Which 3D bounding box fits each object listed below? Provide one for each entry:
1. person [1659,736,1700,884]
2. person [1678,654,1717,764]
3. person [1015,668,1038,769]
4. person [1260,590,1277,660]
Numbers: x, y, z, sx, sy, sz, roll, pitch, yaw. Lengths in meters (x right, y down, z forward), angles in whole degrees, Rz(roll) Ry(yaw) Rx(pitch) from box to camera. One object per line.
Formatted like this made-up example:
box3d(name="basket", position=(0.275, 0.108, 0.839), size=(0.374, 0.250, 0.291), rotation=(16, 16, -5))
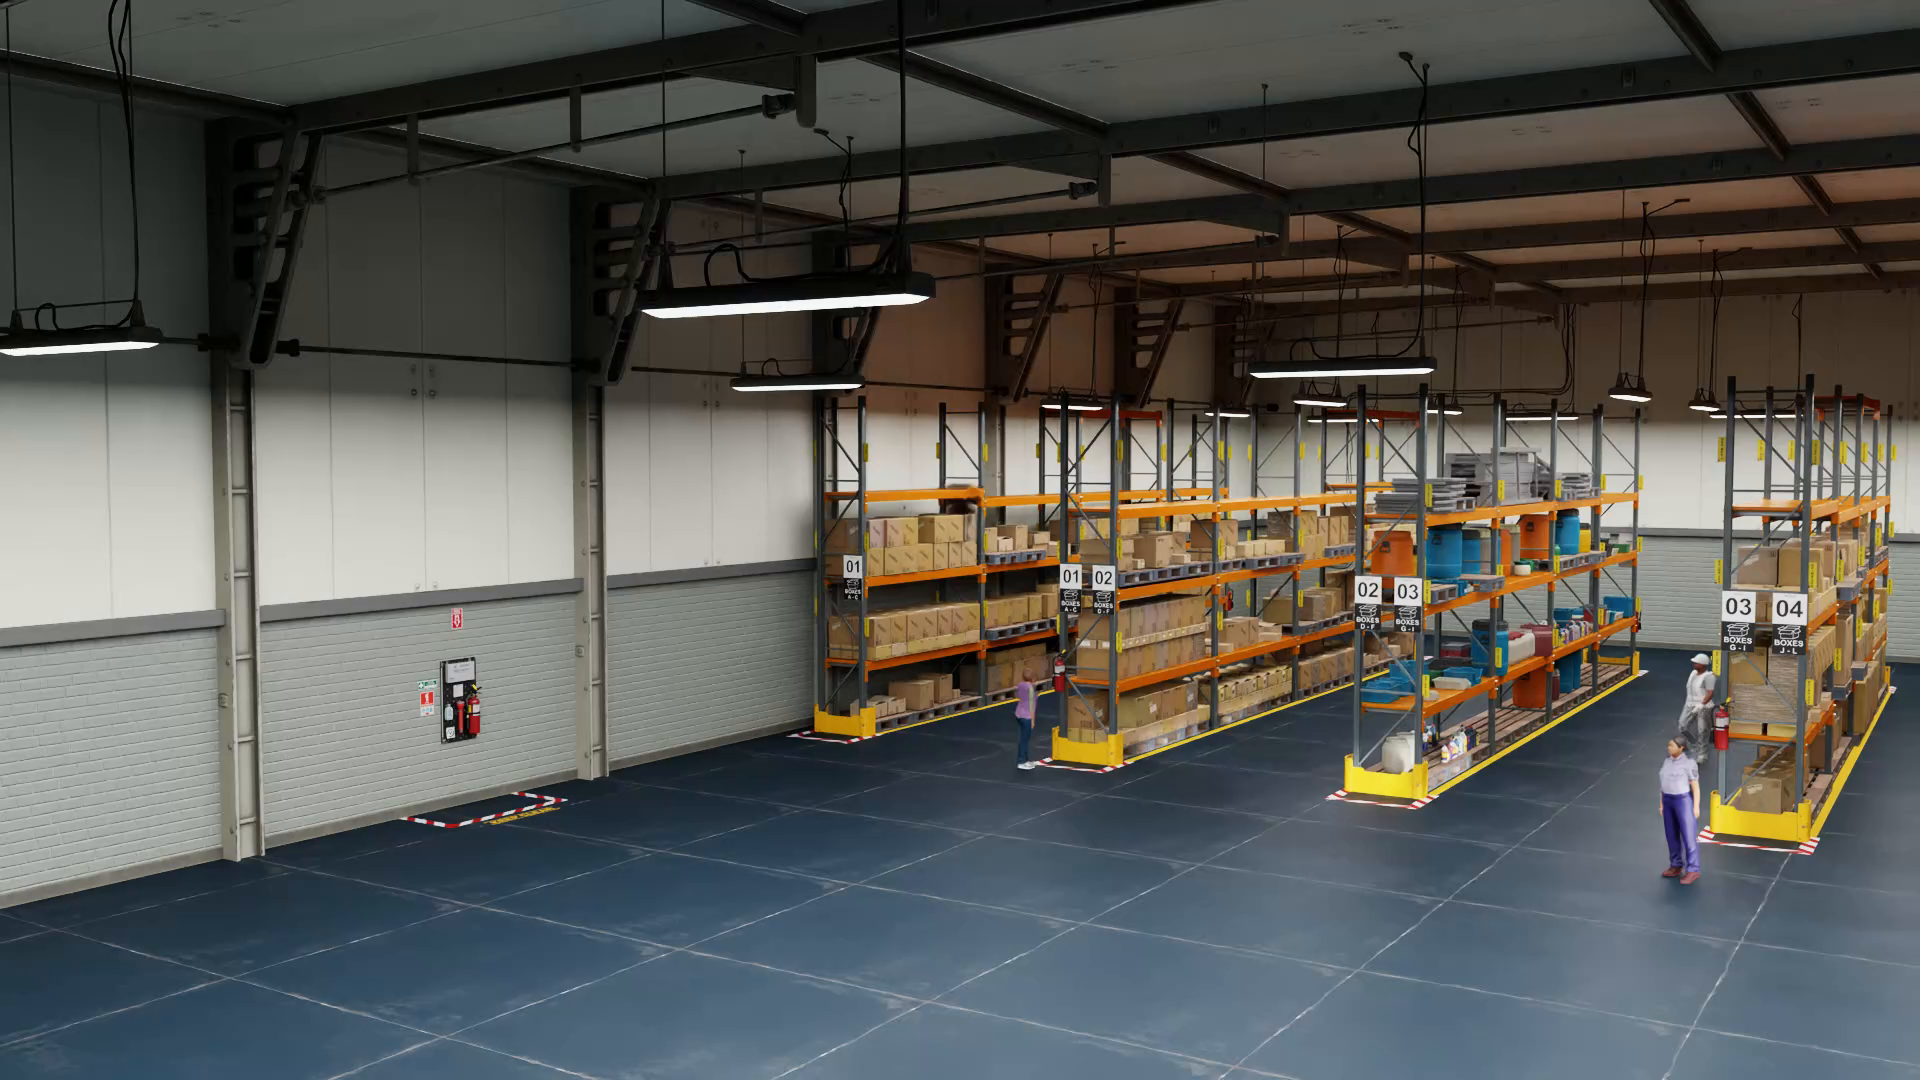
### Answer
box3d(name="person", position=(8.469, 3.153, 19.595), size=(0.424, 1.669, 0.591), rotation=(-1, 3, -26))
box3d(name="person", position=(11.834, 2.717, 26.735), size=(0.710, 1.787, 0.602), rotation=(-2, 4, -38))
box3d(name="person", position=(1.068, 2.840, 26.297), size=(0.377, 1.574, 0.432), rotation=(-1, 3, -22))
box3d(name="person", position=(7.579, 2.054, 40.249), size=(0.564, 1.679, 1.018), rotation=(2, 3, 31))
